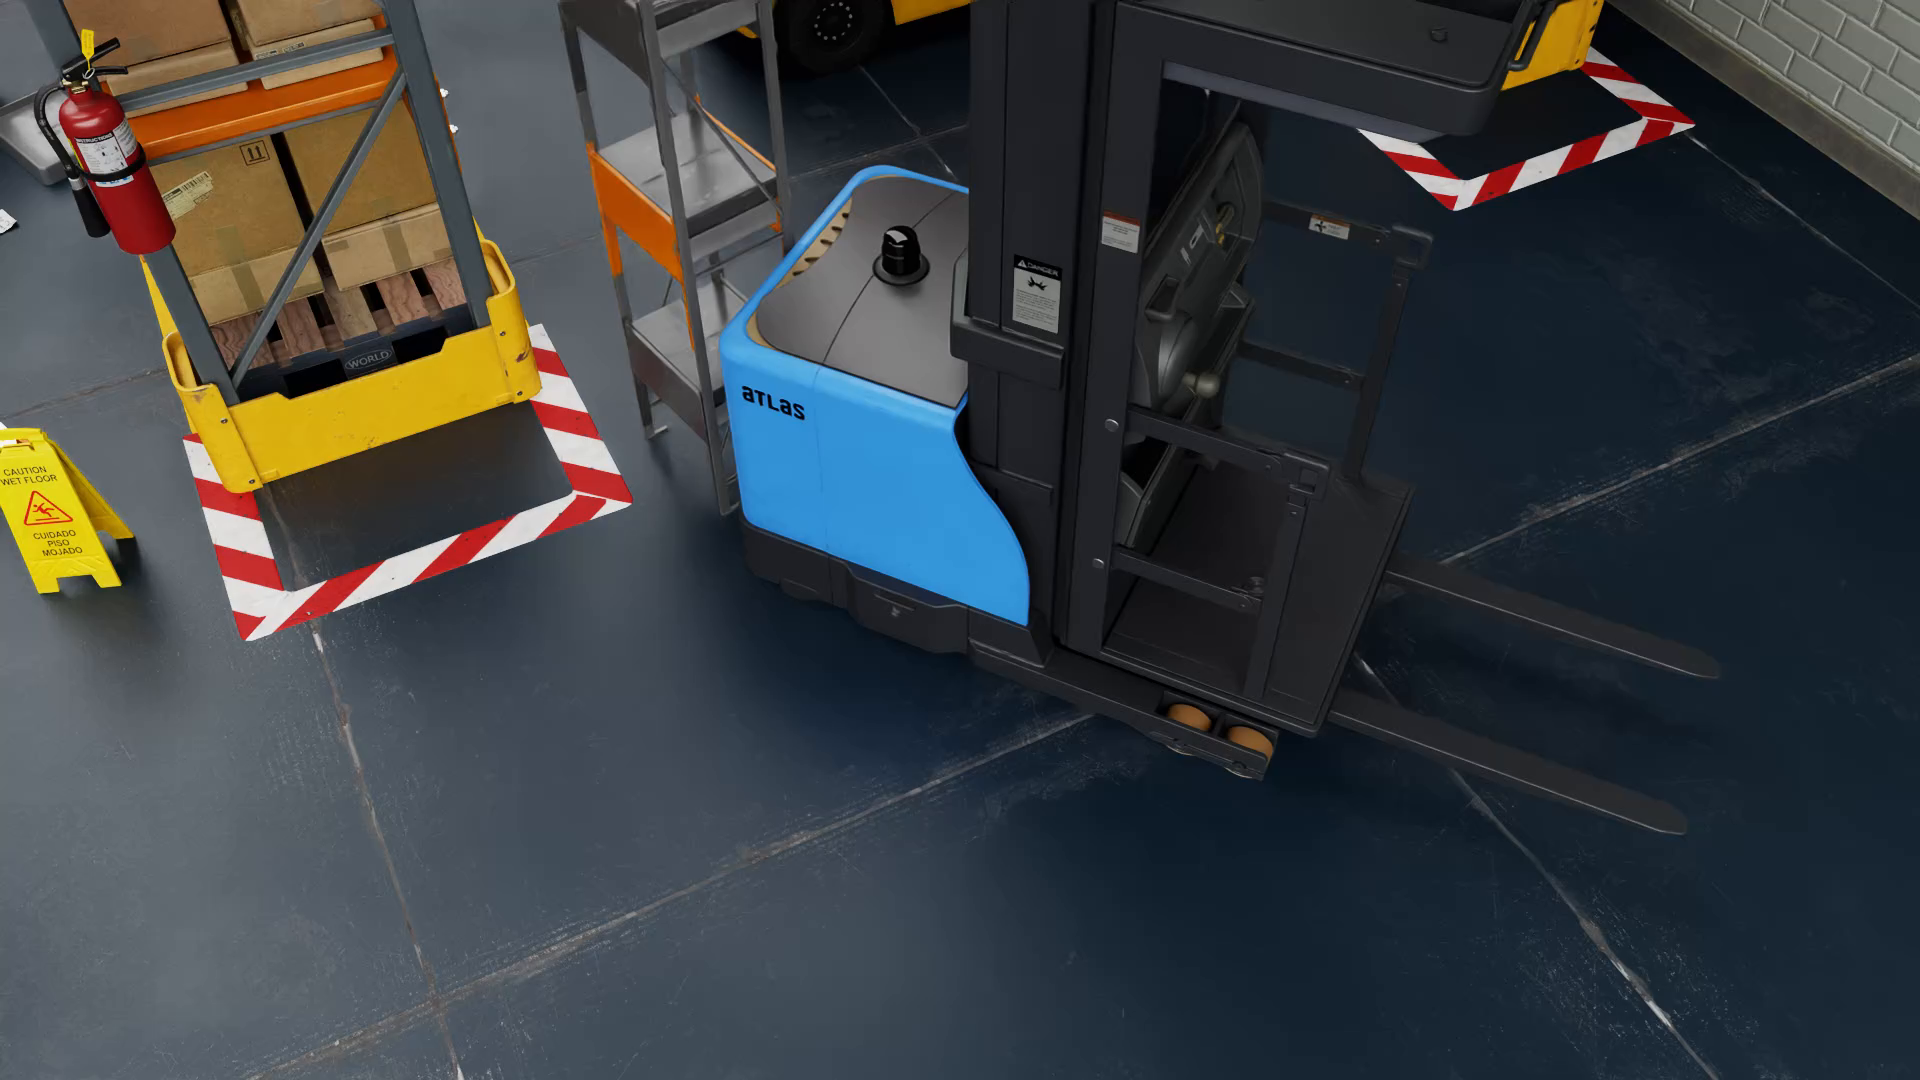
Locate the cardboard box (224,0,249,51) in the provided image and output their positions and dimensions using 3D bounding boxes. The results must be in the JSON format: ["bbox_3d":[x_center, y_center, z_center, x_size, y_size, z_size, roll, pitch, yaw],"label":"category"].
[{"bbox_3d":[-2.214,-1.781,5.482,0.380,0.149,0.250,-20,52,-17],"label":"cardboard box"}]

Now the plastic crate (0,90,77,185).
[{"bbox_3d":[-3.955,-1.784,7.257,0.583,0.080,0.402,35,57,27],"label":"plastic crate"}]

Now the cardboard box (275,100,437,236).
[{"bbox_3d":[-2.249,-1.532,6.146,0.500,0.500,0.500,-23,53,-19],"label":"cardboard box"}]

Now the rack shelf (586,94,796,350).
[{"bbox_3d":[-0.835,-1.004,5.251,0.431,0.518,0.480,-32,56,-25],"label":"rack shelf"}]

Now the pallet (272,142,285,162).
[{"bbox_3d":[-3.043,-1.905,7.276,1.003,0.211,1.213,-21,52,-18],"label":"pallet"}]

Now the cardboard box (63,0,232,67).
[{"bbox_3d":[-2.607,-1.800,5.068,0.500,0.500,0.500,-22,52,-18],"label":"cardboard box"}]

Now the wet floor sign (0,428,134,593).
[{"bbox_3d":[-2.978,-0.130,5.435,0.267,0.644,0.232,-5,49,-5],"label":"wet floor sign"}]

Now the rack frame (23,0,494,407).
[{"bbox_3d":[-2.114,-1.401,4.983,1.000,3.000,0.127,-21,52,-18],"label":"rack frame"}]

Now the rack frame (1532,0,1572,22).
[{"bbox_3d":[2.298,-3.113,6.480,1.000,3.000,0.127,-21,52,-18],"label":"rack frame"}]

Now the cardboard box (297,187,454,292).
[{"bbox_3d":[-2.237,-1.269,6.415,0.500,0.250,0.500,-22,52,-18],"label":"cardboard box"}]

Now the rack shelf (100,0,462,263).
[{"bbox_3d":[-3.029,-2.503,6.424,1.077,0.370,4.000,-21,52,-18],"label":"rack shelf"}]

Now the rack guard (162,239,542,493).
[{"bbox_3d":[-2.149,-0.629,5.968,1.175,0.500,0.348,-21,52,-18],"label":"rack guard"}]

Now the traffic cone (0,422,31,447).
[{"bbox_3d":[-3.458,-0.409,5.801,0.336,0.463,0.334,-21,52,-18],"label":"traffic cone"}]

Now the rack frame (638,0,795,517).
[{"bbox_3d":[-0.680,-0.872,5.117,0.400,2.100,0.015,-32,56,-25],"label":"rack frame"}]

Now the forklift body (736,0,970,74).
[{"bbox_3d":[-0.192,-3.475,7.360,2.313,2.155,1.214,-21,52,-18],"label":"forklift body"}]

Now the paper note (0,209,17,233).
[{"bbox_3d":[-3.997,-1.311,6.877,0.148,0.019,0.142,35,57,27],"label":"paper note"}]

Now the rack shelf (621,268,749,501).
[{"bbox_3d":[-0.835,-0.543,5.778,0.431,0.518,0.480,-32,56,-25],"label":"rack shelf"}]

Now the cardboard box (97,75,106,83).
[{"bbox_3d":[-2.690,-1.626,5.346,0.380,0.149,0.250,-22,52,-18],"label":"cardboard box"}]

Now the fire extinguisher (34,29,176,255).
[{"bbox_3d":[-2.471,-1.140,4.806,0.296,0.674,0.183,-21,52,-18],"label":"fire extinguisher"}]

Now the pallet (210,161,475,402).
[{"bbox_3d":[-2.489,-1.090,6.563,1.003,0.211,1.213,-21,52,-18],"label":"pallet"}]

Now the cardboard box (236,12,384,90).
[{"bbox_3d":[-2.085,-1.617,5.338,0.380,0.149,0.250,-21,52,-17],"label":"cardboard box"}]

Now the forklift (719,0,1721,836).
[{"bbox_3d":[0.832,-0.696,4.411,3.031,2.935,1.130,20,52,16],"label":"forklift"}]

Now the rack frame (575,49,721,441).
[{"bbox_3d":[-0.991,-1.154,5.365,0.400,2.100,0.015,-32,56,-25],"label":"rack frame"}]

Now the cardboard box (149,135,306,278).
[{"bbox_3d":[-2.712,-1.327,5.968,0.500,0.500,0.500,-21,52,-17],"label":"cardboard box"}]

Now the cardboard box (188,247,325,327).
[{"bbox_3d":[-2.734,-1.098,6.266,0.500,0.250,0.500,-21,52,-18],"label":"cardboard box"}]

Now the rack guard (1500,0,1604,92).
[{"bbox_3d":[2.309,-2.274,7.407,1.175,0.500,0.348,-21,52,-18],"label":"rack guard"}]

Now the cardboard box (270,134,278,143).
[{"bbox_3d":[-2.725,-1.974,7.032,0.500,0.250,0.500,-18,51,-15],"label":"cardboard box"}]

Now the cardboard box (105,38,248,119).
[{"bbox_3d":[-2.475,-1.495,5.232,0.380,0.149,0.250,-20,52,-16],"label":"cardboard box"}]

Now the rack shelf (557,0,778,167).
[{"bbox_3d":[-0.835,-1.465,4.724,0.431,0.518,0.480,-32,56,-25],"label":"rack shelf"}]

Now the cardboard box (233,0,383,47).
[{"bbox_3d":[-2.084,-1.944,5.194,0.500,0.500,0.500,-22,52,-18],"label":"cardboard box"}]

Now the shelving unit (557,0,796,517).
[{"bbox_3d":[-0.835,-1.013,5.241,0.431,2.100,0.503,-32,56,-25],"label":"shelving unit"}]
